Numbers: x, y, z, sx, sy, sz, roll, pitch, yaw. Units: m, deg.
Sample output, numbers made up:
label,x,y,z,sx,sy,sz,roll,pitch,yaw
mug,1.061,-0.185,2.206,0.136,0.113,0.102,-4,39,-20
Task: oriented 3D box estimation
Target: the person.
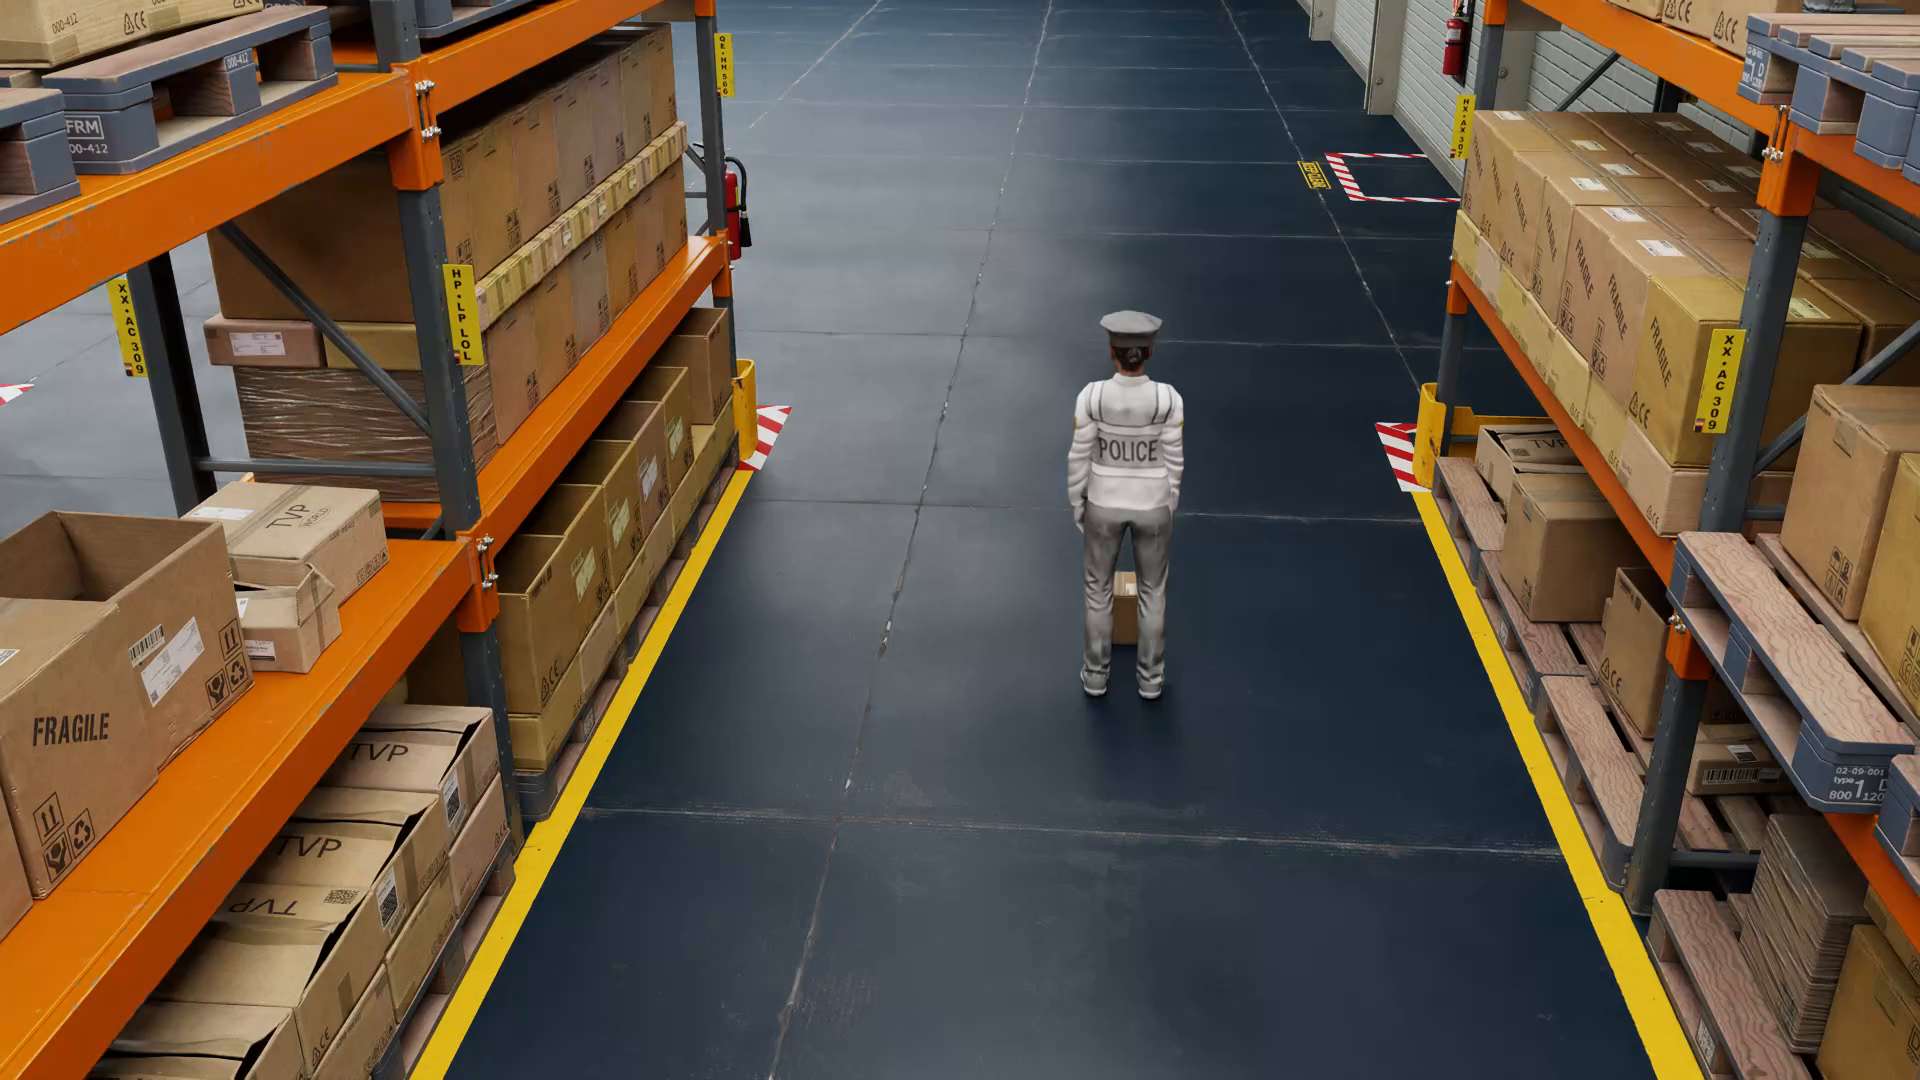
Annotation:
label,x,y,z,sx,sy,sz,roll,pitch,yaw
person,0.677,-0.128,6.892,0.470,1.664,0.328,2,25,5
